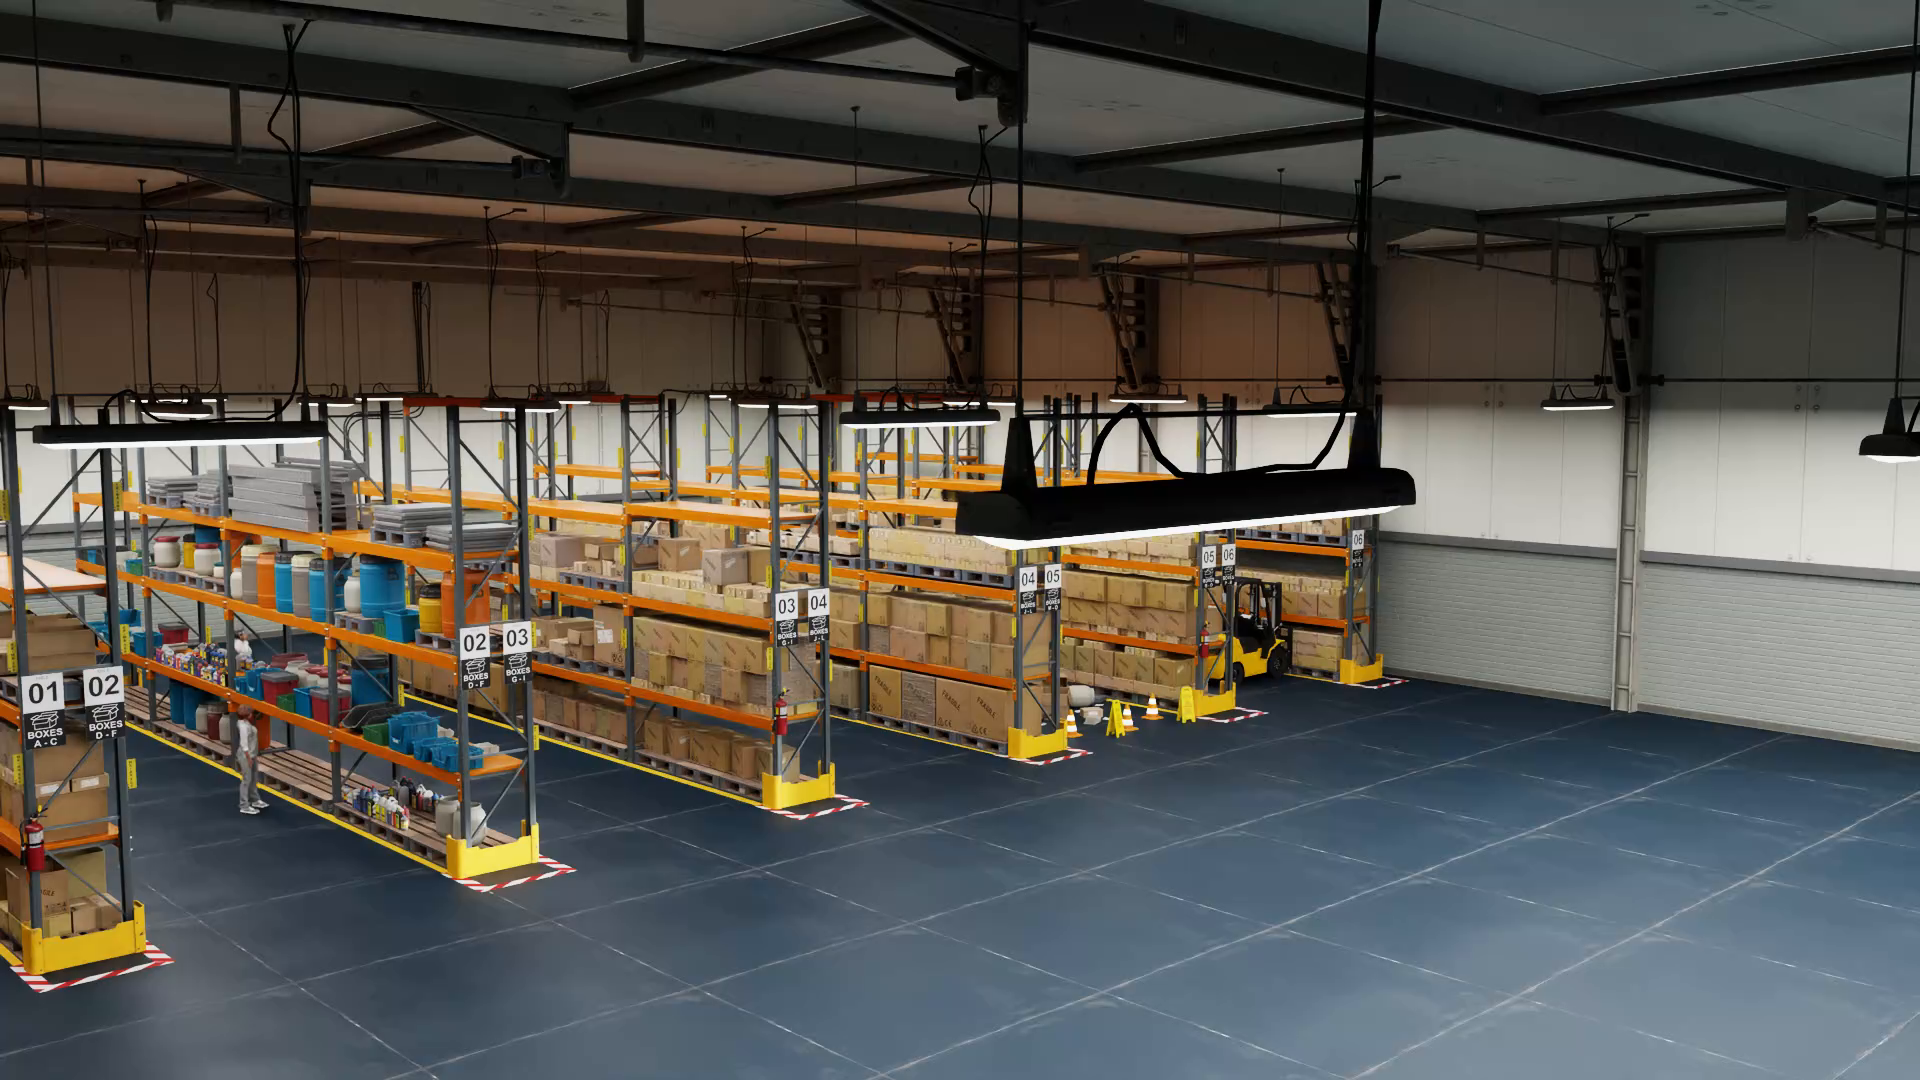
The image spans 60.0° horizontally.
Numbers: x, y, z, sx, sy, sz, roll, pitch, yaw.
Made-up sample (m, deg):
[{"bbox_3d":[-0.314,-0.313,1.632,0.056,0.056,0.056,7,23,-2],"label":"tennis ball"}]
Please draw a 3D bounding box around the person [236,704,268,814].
[{"bbox_3d":[-10.416,3.187,24.422,0.386,1.604,0.507,-1,6,-8],"label":"person"}]

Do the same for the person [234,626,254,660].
[{"bbox_3d":[-13.631,2.455,31.568,0.950,1.641,0.434,5,7,40],"label":"person"}]
